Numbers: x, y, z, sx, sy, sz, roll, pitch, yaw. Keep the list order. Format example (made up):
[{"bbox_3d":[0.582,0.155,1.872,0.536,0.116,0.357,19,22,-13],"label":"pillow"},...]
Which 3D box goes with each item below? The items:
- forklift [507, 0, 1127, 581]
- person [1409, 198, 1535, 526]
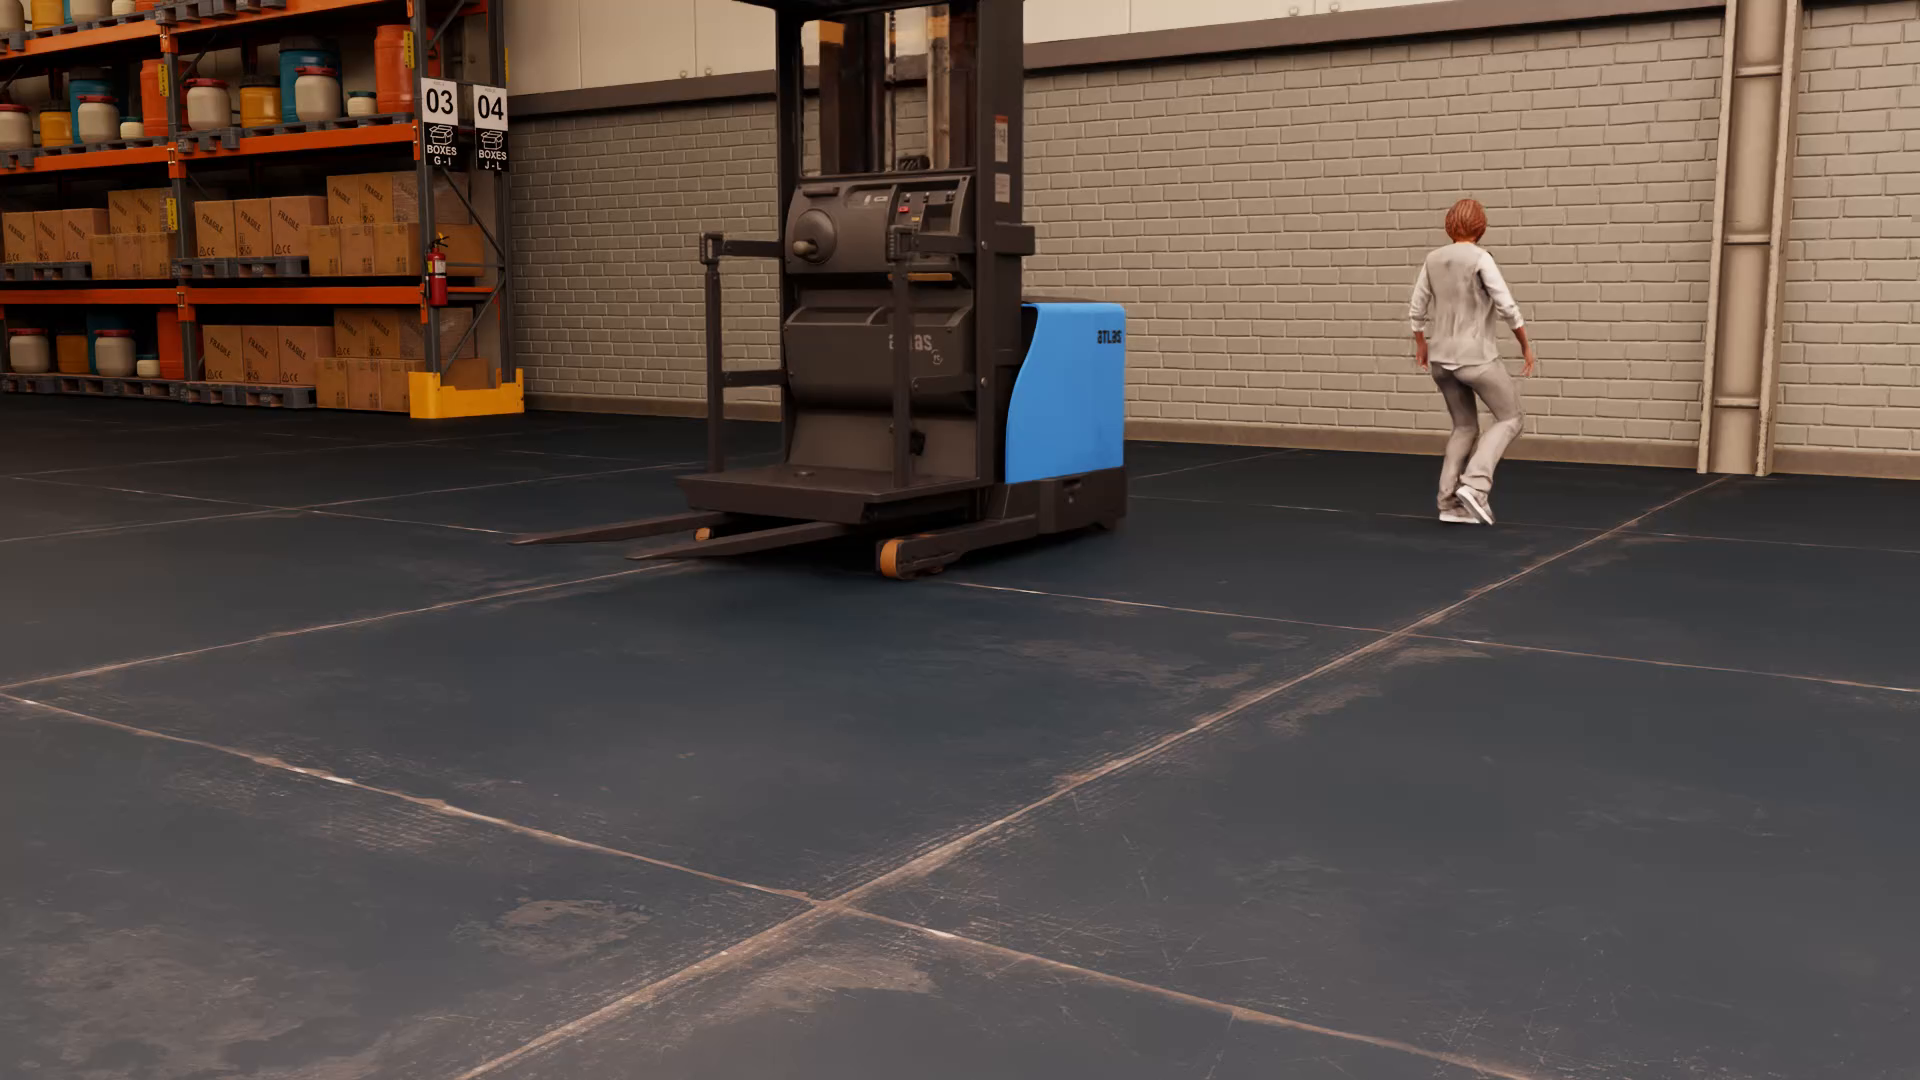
[{"bbox_3d":[-0.476,-1.369,6.819,1.130,2.935,3.031,6,10,35],"label":"forklift"},{"bbox_3d":[2.463,-0.855,8.098,0.411,1.564,0.669,-4,9,-27],"label":"person"}]
